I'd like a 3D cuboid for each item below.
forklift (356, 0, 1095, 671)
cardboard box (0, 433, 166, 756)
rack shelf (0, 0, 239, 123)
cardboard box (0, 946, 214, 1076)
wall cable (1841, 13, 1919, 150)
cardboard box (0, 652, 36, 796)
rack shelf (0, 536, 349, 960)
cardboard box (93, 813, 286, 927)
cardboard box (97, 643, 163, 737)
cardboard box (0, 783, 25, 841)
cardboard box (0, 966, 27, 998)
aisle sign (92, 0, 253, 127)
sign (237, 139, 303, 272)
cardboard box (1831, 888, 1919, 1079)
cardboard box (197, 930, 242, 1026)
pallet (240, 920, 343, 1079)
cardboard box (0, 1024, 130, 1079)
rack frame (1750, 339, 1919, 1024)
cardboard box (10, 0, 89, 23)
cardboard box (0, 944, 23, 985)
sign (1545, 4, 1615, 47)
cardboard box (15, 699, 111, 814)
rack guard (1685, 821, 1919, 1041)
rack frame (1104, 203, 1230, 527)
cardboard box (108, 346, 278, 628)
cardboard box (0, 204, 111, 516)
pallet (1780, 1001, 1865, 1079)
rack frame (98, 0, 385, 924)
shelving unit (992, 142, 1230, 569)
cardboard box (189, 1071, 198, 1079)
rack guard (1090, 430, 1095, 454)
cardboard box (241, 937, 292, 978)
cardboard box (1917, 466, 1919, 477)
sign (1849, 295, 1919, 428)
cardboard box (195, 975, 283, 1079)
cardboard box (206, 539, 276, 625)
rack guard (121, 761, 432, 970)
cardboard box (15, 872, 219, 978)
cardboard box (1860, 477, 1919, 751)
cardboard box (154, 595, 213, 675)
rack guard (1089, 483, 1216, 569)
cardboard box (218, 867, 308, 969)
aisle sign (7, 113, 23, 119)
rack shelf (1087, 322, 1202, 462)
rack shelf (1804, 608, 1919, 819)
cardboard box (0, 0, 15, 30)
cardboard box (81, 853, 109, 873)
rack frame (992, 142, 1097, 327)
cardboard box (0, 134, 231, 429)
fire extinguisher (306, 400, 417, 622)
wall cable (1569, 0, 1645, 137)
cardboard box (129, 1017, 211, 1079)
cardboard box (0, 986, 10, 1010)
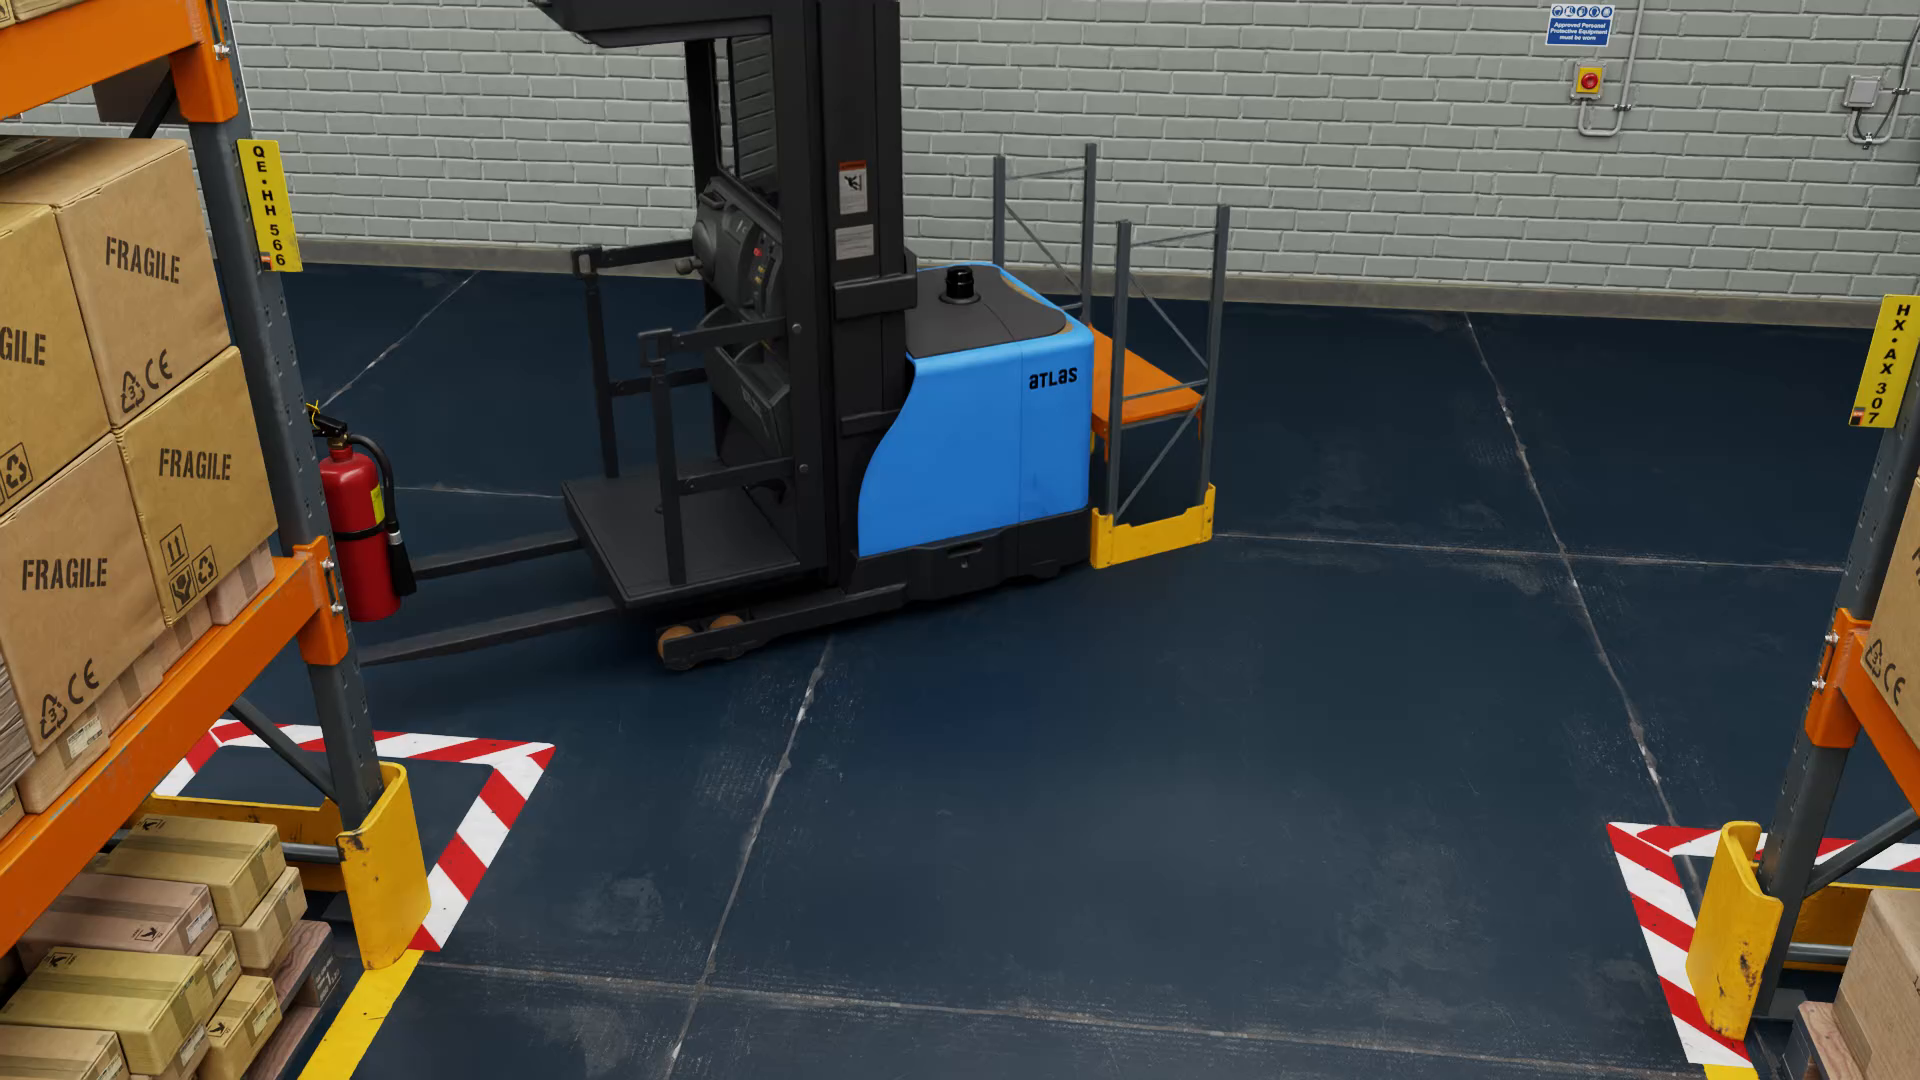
[{"bbox_3d":[-1.015,-1.079,6.163,3.031,2.935,1.130,-12,31,-22],"label":"forklift"},{"bbox_3d":[-2.089,0.093,3.496,0.500,0.500,0.500,3,28,5],"label":"cardboard box"},{"bbox_3d":[-2.466,-0.263,2.172,1.077,0.370,4.000,3,28,6],"label":"rack shelf"},{"bbox_3d":[-2.028,1.116,3.952,0.380,0.149,0.250,3,28,5],"label":"cardboard box"},{"bbox_3d":[4.781,-2.987,8.560,0.588,1.984,0.122,3,28,6],"label":"wall cable"},{"bbox_3d":[-2.141,0.332,3.052,0.500,0.500,0.500,3,29,6],"label":"cardboard box"},{"bbox_3d":[-2.466,1.057,2.883,1.077,0.370,4.000,3,28,6],"label":"rack shelf"},{"bbox_3d":[-2.034,0.871,4.406,0.380,0.149,0.250,4,29,7],"label":"cardboard box"},{"bbox_3d":[-2.064,0.314,3.770,0.380,0.149,0.250,3,28,6],"label":"cardboard box"},{"bbox_3d":[-2.133,0.557,3.318,0.380,0.149,0.250,2,28,4],"label":"cardboard box"},{"bbox_3d":[-2.629,1.096,4.303,0.380,0.149,0.250,3,28,6],"label":"cardboard box"},{"bbox_3d":[-1.914,-1.362,3.875,0.394,0.787,0.004,3,28,6],"label":"aisle sign"},{"bbox_3d":[-1.672,-0.808,4.033,0.100,0.325,0.005,3,28,6],"label":"sign"},{"bbox_3d":[2.723,1.299,3.935,0.875,0.438,0.875,2,28,4],"label":"cardboard box"},{"bbox_3d":[-2.088,1.123,4.251,0.380,0.149,0.250,3,28,5],"label":"cardboard box"},{"bbox_3d":[-2.365,1.443,4.349,1.003,0.211,1.213,3,28,6],"label":"pallet"},{"bbox_3d":[-2.122,1.234,3.733,0.380,0.149,0.250,2,28,4],"label":"cardboard box"},{"bbox_3d":[2.704,0.039,4.014,1.000,3.000,0.127,3,28,6],"label":"rack frame"},{"bbox_3d":[-2.014,-1.226,3.358,0.500,0.250,0.500,3,28,5],"label":"cardboard box"},{"bbox_3d":[-2.537,0.971,4.220,0.380,0.149,0.250,4,29,7],"label":"cardboard box"},{"bbox_3d":[3.332,-2.767,8.938,0.327,0.218,0.001,3,28,6],"label":"sign"},{"bbox_3d":[-2.072,0.435,3.545,0.380,0.149,0.250,4,29,8],"label":"cardboard box"},{"bbox_3d":[2.707,1.129,4.628,1.175,0.500,0.348,3,28,6],"label":"rack guard"},{"bbox_3d":[0.833,-0.608,6.798,0.500,1.500,0.032,-14,31,-23],"label":"rack frame"},{"bbox_3d":[-2.020,-0.149,3.945,0.500,0.500,0.500,4,29,7],"label":"cardboard box"},{"bbox_3d":[-2.092,-0.348,3.259,0.500,0.500,0.500,2,28,4],"label":"cardboard box"},{"bbox_3d":[2.684,1.648,3.969,1.003,0.211,1.213,3,28,6],"label":"pallet"},{"bbox_3d":[-2.221,-0.201,4.460,1.000,3.000,0.127,3,28,6],"label":"rack frame"},{"bbox_3d":[0.599,-0.827,7.204,0.587,1.500,1.083,-14,31,-23],"label":"shelving unit"},{"bbox_3d":[-2.127,1.376,4.097,0.380,0.149,0.250,3,28,6],"label":"cardboard box"},{"bbox_3d":[0.374,-0.488,7.892,0.587,0.250,0.087,-14,31,-23],"label":"rack guard"},{"bbox_3d":[-2.078,1.129,4.554,0.380,0.149,0.250,4,29,7],"label":"cardboard box"},{"bbox_3d":[2.363,-0.235,3.365,0.500,0.500,0.500,3,28,5],"label":"cardboard box"},{"bbox_3d":[2.154,-0.412,3.855,0.100,0.325,0.005,3,28,6],"label":"sign"},{"bbox_3d":[-2.009,1.256,4.318,0.380,0.149,0.250,4,29,8],"label":"cardboard box"},{"bbox_3d":[-1.980,0.080,4.204,0.380,0.149,0.250,3,28,6],"label":"cardboard box"},{"bbox_3d":[-2.230,0.935,4.986,1.175,0.500,0.348,3,28,6],"label":"rack guard"},{"bbox_3d":[-2.122,0.986,4.192,0.380,0.149,0.250,4,29,7],"label":"cardboard box"},{"bbox_3d":[2.361,0.205,3.602,0.500,0.500,0.500,3,28,6],"label":"cardboard box"},{"bbox_3d":[-2.048,0.195,3.991,0.380,0.149,0.250,3,28,6],"label":"cardboard box"},{"bbox_3d":[0.824,-0.066,7.109,0.587,0.250,0.087,-14,31,-23],"label":"rack guard"},{"bbox_3d":[-2.002,1.004,4.474,0.380,0.149,0.250,3,28,5],"label":"cardboard box"},{"bbox_3d":[-2.509,-1.397,3.940,0.394,0.787,0.004,3,28,6],"label":"aisle sign"},{"bbox_3d":[0.603,-0.665,7.282,0.538,0.185,1.000,-14,31,-23],"label":"rack shelf"},{"bbox_3d":[2.459,1.298,2.437,1.077,0.370,4.000,3,28,6],"label":"rack shelf"},{"bbox_3d":[-2.069,-0.985,2.912,0.500,0.250,0.500,3,28,6],"label":"cardboard box"},{"bbox_3d":[-2.540,0.970,4.536,0.380,0.149,0.250,5,29,8],"label":"cardboard box"},{"bbox_3d":[0.374,-1.038,7.596,0.500,1.500,0.032,-14,31,-23],"label":"rack frame"},{"bbox_3d":[-2.030,-0.586,3.702,0.500,0.500,0.500,3,28,5],"label":"cardboard box"},{"bbox_3d":[-1.732,-0.094,4.737,0.296,0.674,0.183,3,28,6],"label":"fire extinguisher"},{"bbox_3d":[3.372,-3.077,8.695,0.585,1.953,0.123,3,28,6],"label":"wall cable"},{"bbox_3d":[-2.064,1.248,4.020,0.380,0.149,0.250,2,28,4],"label":"cardboard box"},{"bbox_3d":[-2.571,1.216,4.079,0.380,0.149,0.250,4,29,7],"label":"cardboard box"}]
